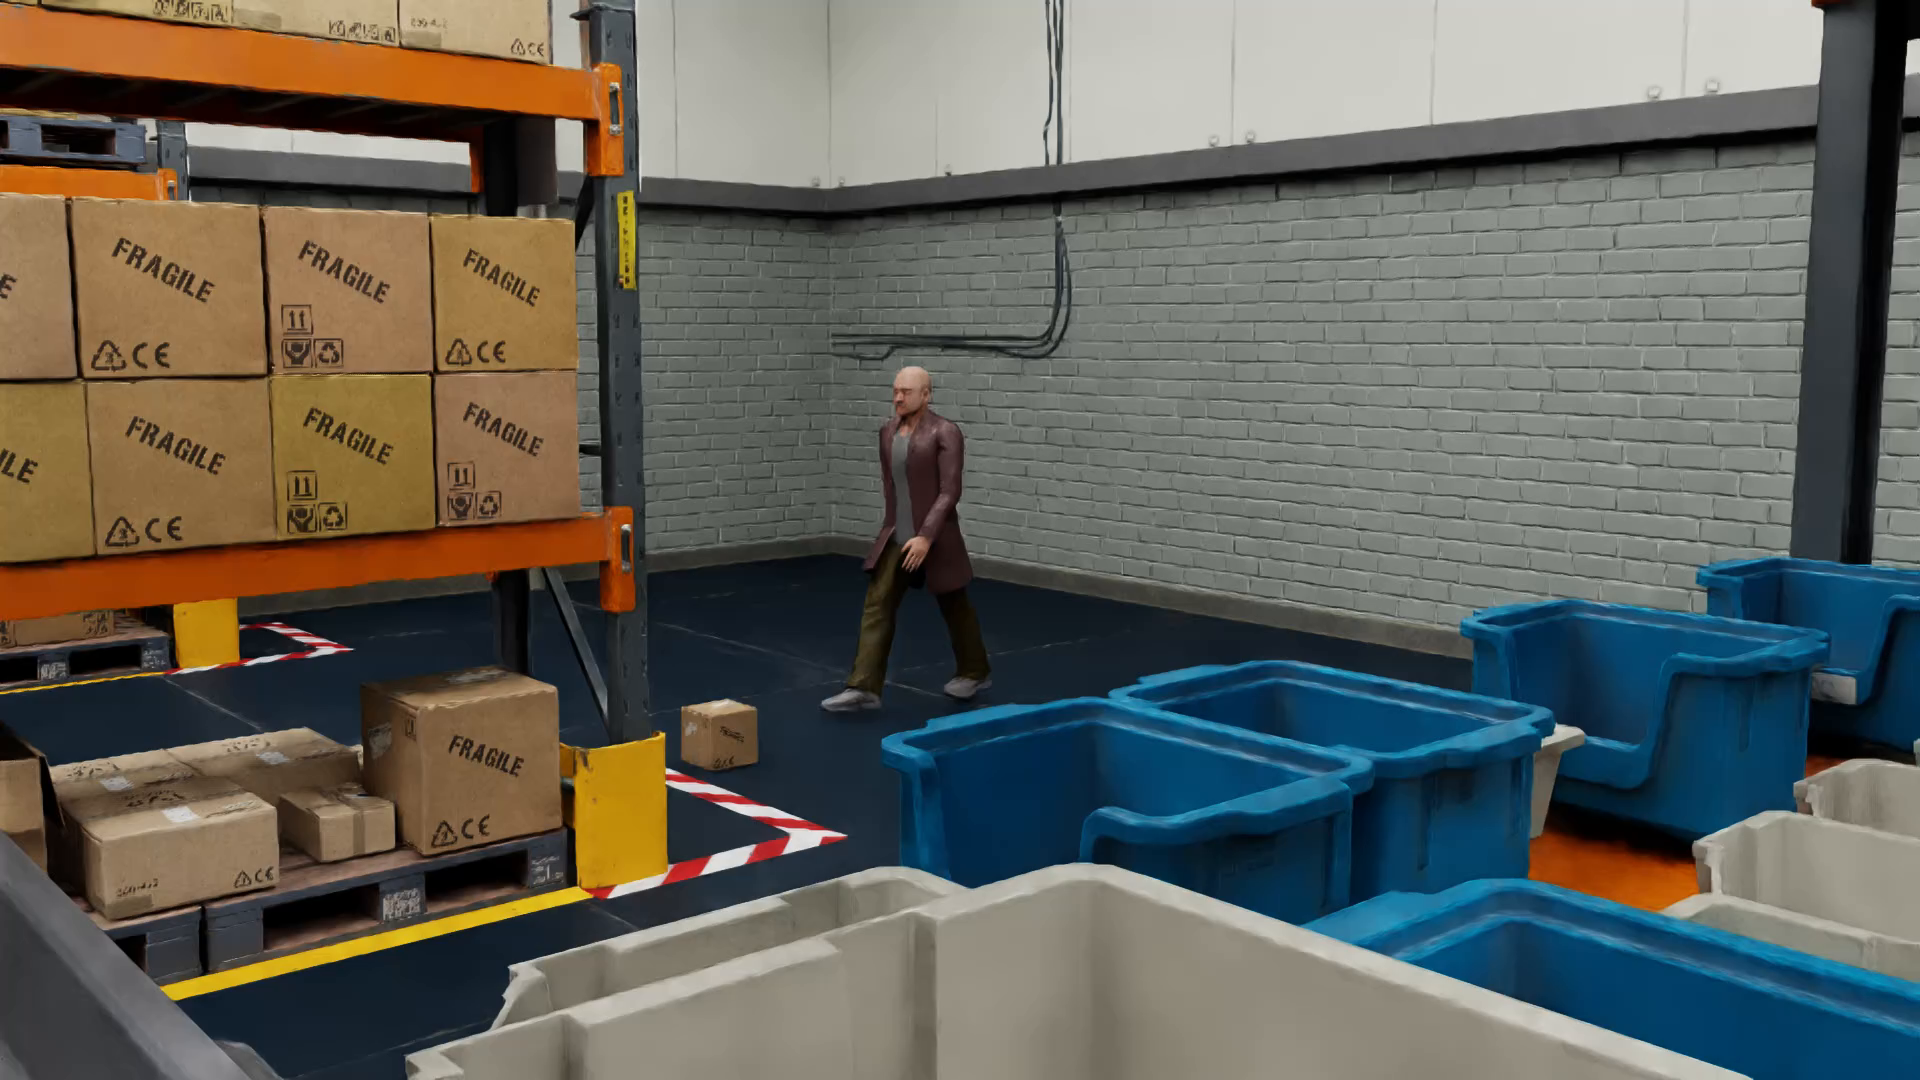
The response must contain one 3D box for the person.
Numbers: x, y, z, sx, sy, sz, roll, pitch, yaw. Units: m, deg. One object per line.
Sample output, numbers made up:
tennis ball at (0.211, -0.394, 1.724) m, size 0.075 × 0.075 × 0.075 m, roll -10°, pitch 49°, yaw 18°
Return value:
person at (-0.245, -0.016, 8.386) m, size 0.589 × 1.721 × 1.072 m, roll 5°, pitch 9°, yaw 34°
